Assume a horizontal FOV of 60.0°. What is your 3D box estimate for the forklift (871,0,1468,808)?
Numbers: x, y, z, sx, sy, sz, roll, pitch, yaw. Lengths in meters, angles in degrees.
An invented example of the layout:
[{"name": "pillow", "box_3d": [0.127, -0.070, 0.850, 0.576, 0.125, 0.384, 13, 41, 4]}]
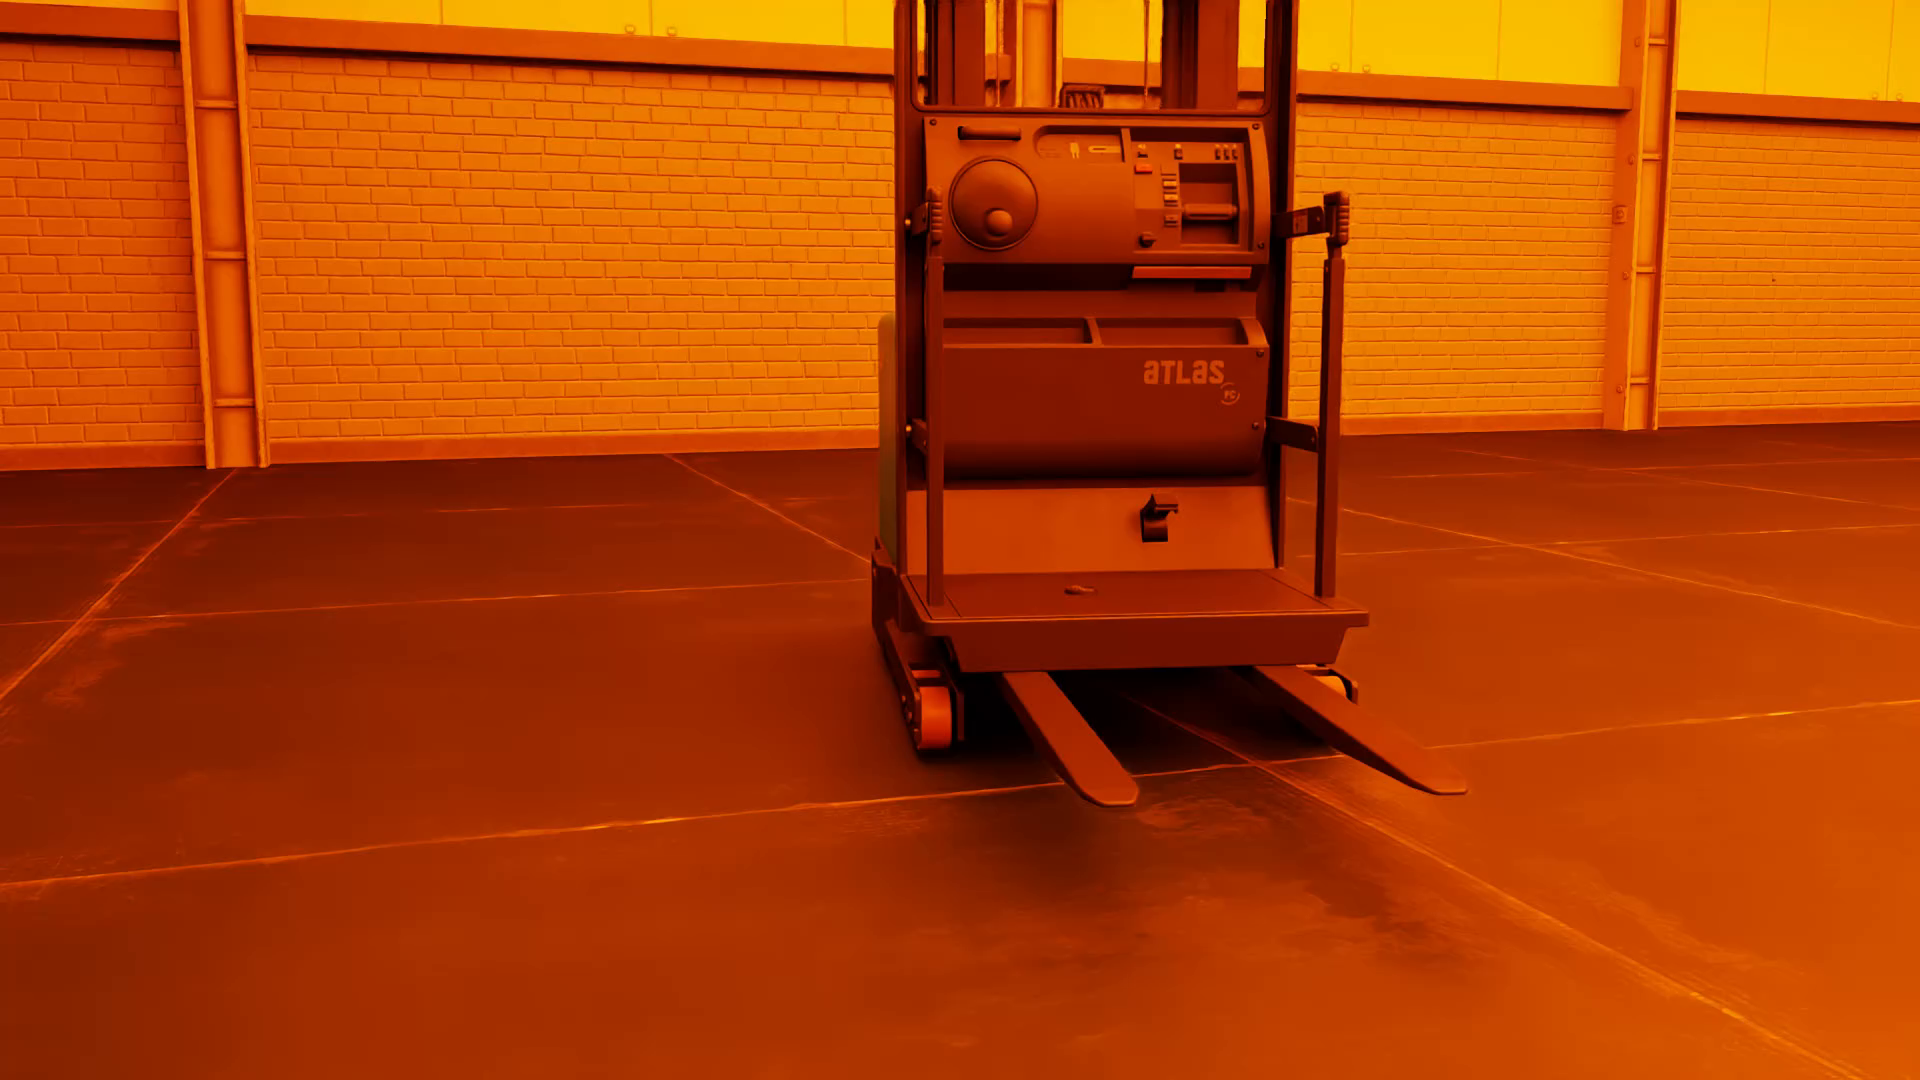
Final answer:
[{"name": "forklift", "box_3d": [0.397, -0.980, 4.252, 1.130, 2.935, 3.031, -1, 8, -7]}]
